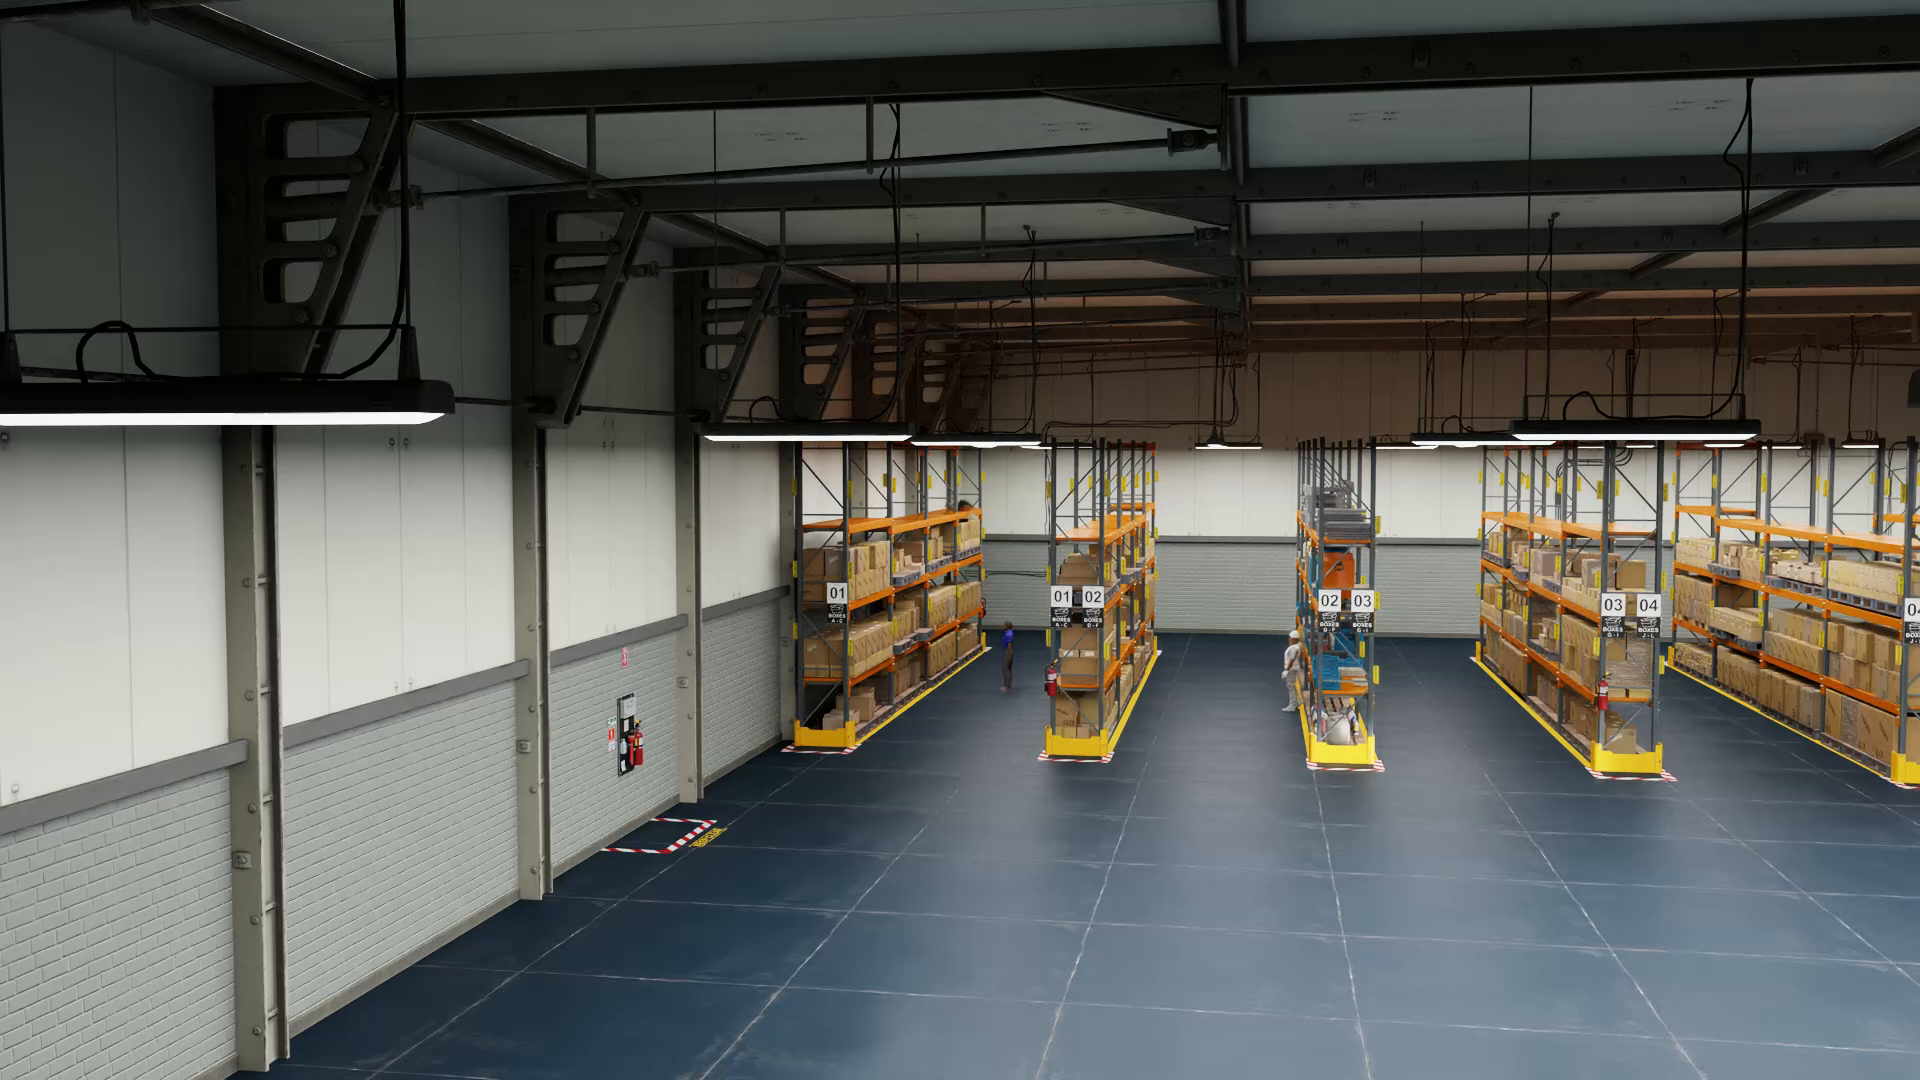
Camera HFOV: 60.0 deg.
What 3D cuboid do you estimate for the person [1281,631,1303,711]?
[{"bbox_3d":[7.346,2.889,36.797,0.456,1.793,0.664,1,3,13],"label":"person"}]

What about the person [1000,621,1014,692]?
[{"bbox_3d":[1.125,2.794,39.919,0.340,1.701,0.565,0,3,5],"label":"person"}]
